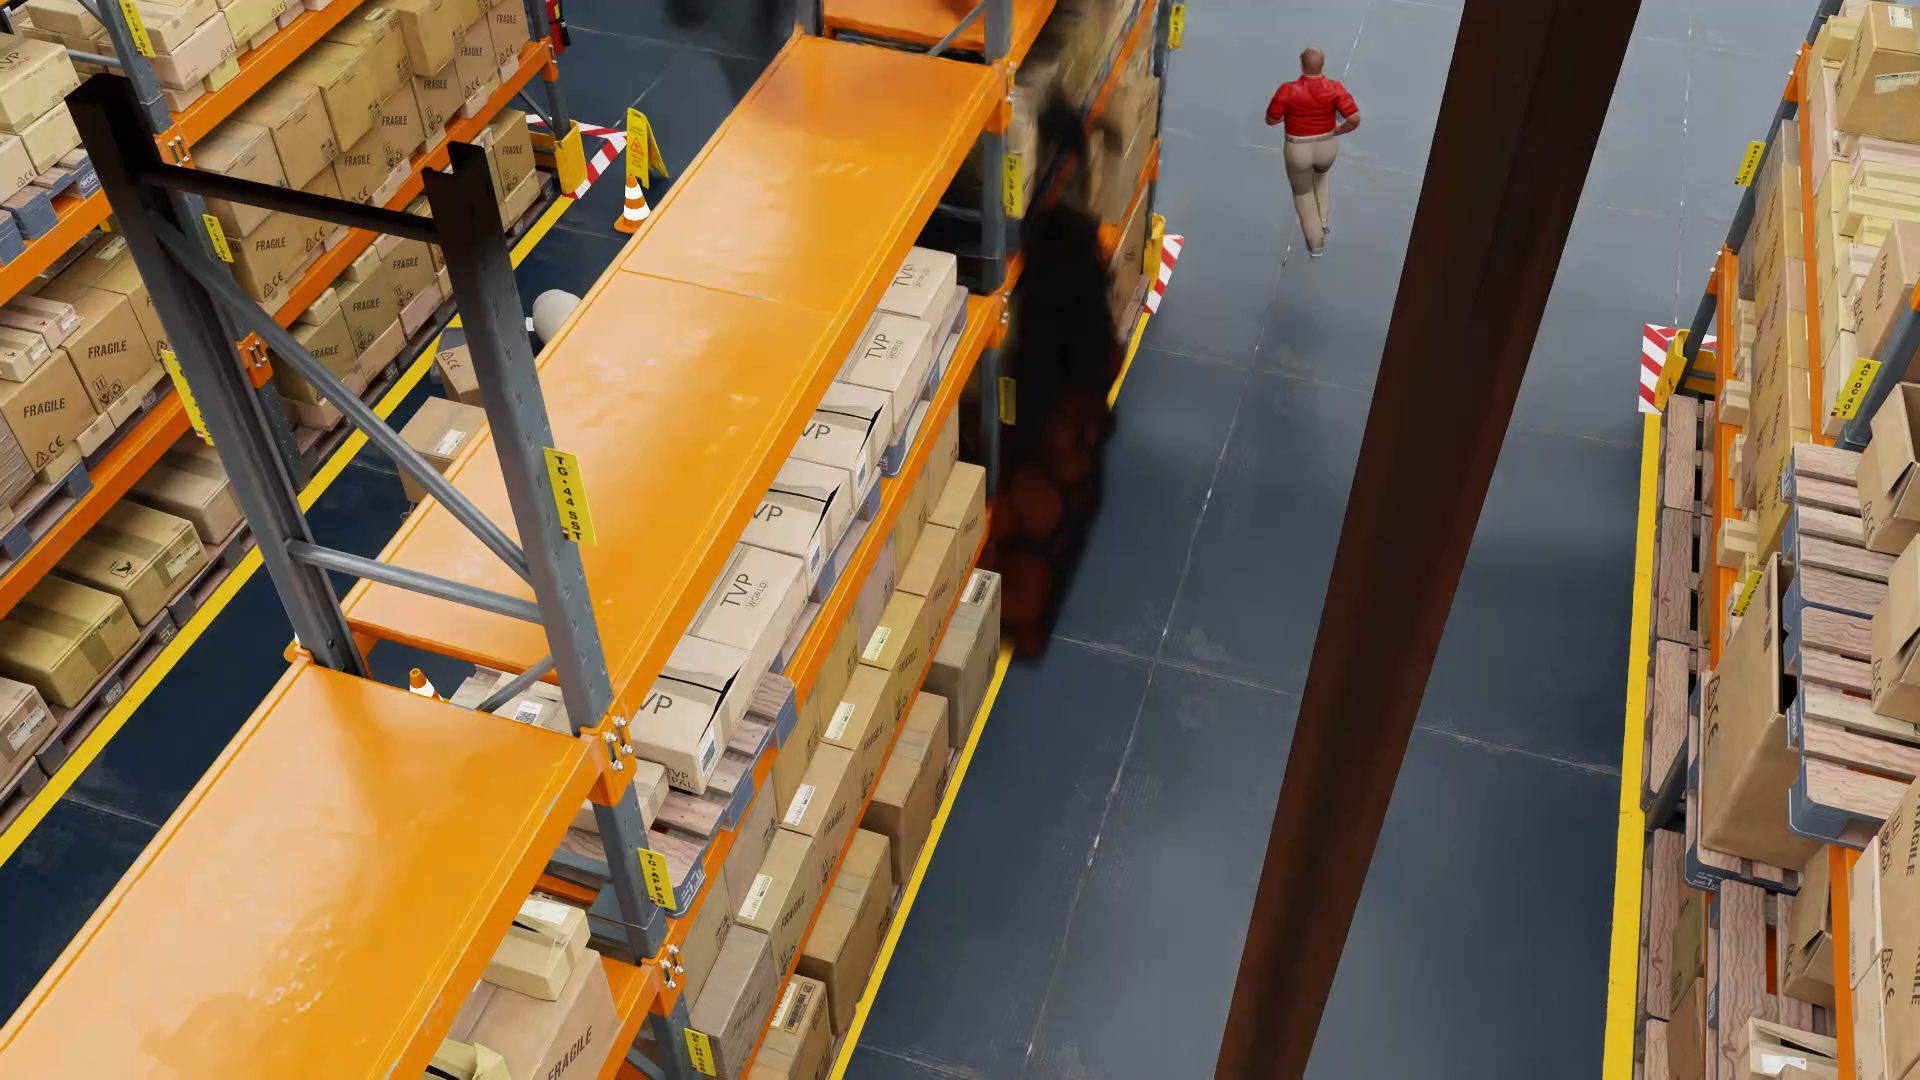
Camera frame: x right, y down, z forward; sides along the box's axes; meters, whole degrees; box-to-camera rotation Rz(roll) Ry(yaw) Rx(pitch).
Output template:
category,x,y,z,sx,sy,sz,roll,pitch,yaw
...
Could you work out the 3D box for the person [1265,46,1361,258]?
category,x,y,z,sx,sy,sz,roll,pitch,yaw
person,2.616,-2.900,12.561,0.688,1.745,0.686,-3,46,-3
